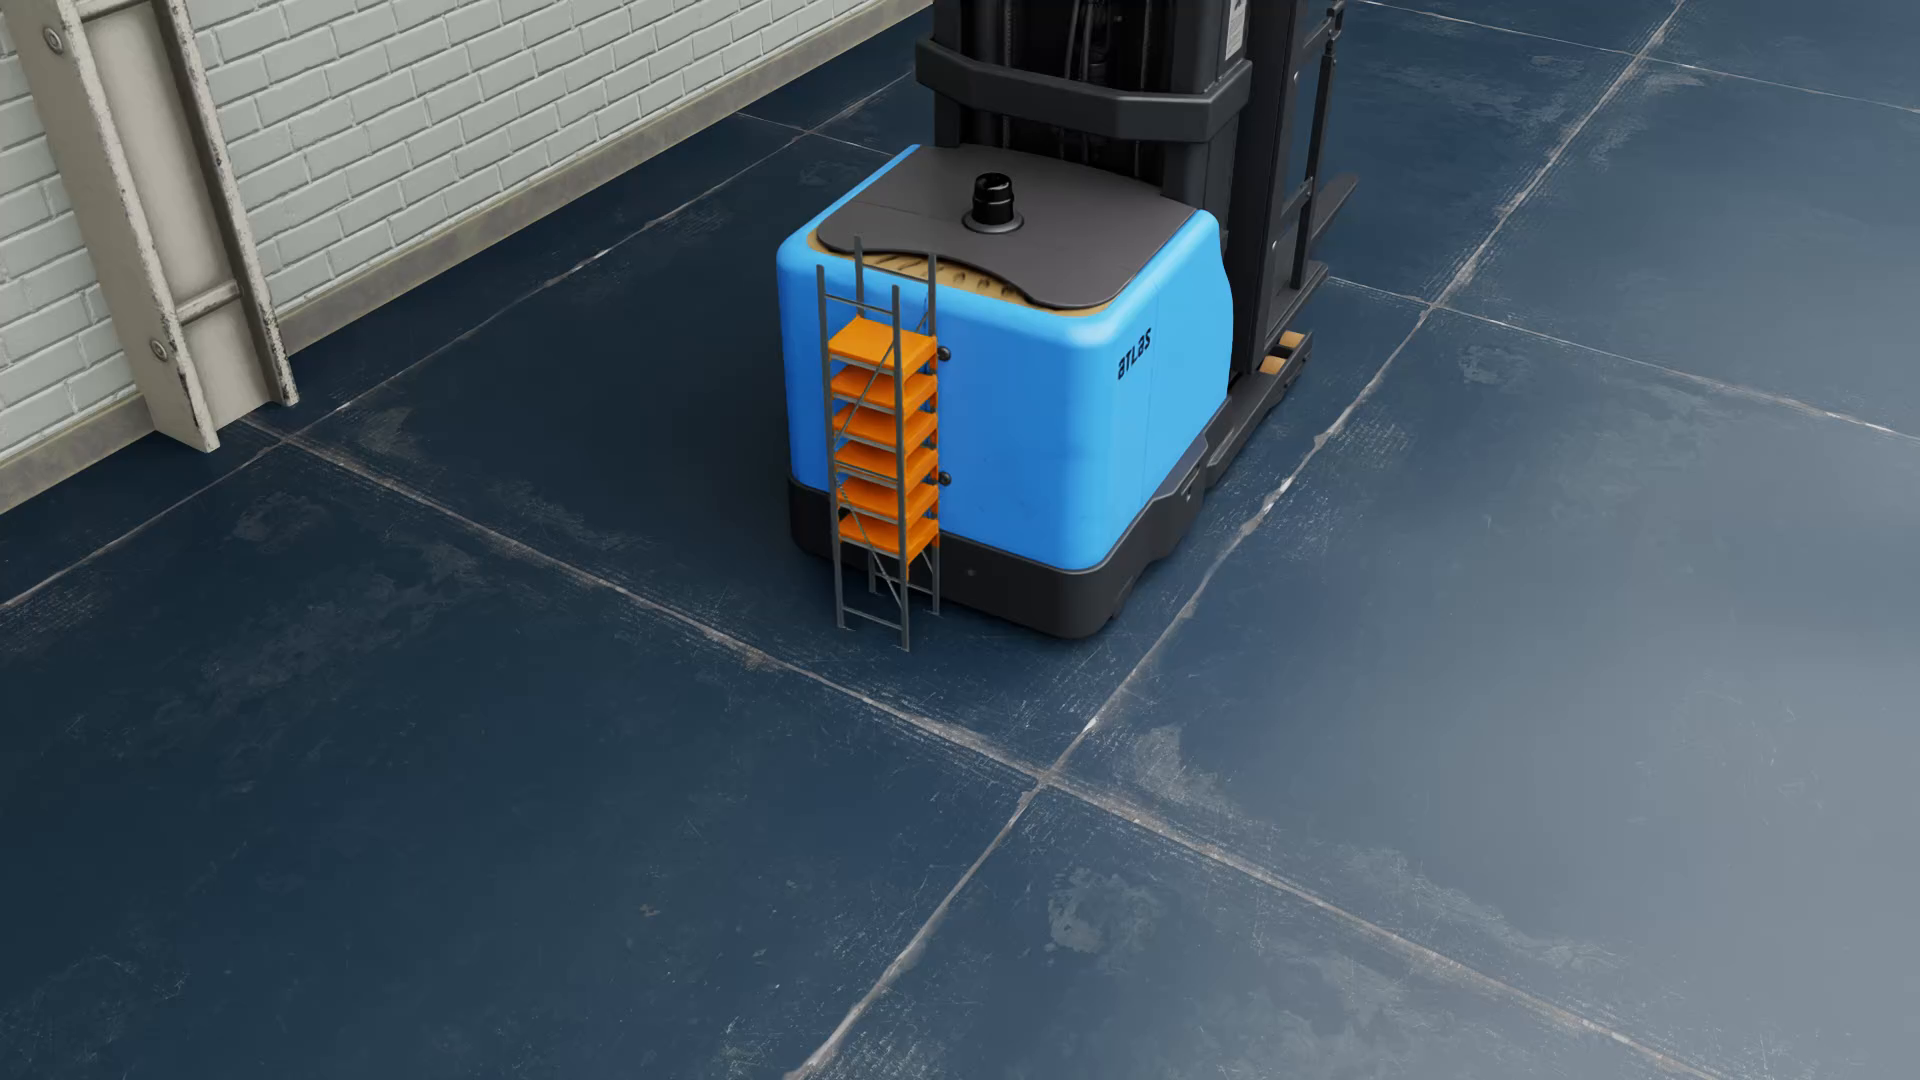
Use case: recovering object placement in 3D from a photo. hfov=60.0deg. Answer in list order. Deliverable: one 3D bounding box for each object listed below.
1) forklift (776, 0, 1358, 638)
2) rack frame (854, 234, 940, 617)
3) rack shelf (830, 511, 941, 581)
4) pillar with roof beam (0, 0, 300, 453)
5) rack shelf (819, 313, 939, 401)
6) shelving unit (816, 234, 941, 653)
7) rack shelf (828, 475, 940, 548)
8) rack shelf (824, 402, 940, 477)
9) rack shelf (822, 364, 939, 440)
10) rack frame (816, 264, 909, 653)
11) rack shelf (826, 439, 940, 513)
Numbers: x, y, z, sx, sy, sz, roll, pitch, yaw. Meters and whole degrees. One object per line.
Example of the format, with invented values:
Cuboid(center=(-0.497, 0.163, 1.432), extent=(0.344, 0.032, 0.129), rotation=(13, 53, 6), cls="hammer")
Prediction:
Cuboid(center=(0.620, -1.763, 5.137), extent=(1.130, 2.935, 3.031), rotation=(18, 41, 22), cls="forklift")
Cuboid(center=(-0.168, -0.282, 4.633), extent=(0.240, 1.200, 0.006), rotation=(18, 41, 22), cls="rack frame")
Cuboid(center=(-0.211, -0.008, 4.743), extent=(0.258, 0.103, 0.180), rotation=(18, 41, 22), cls="rack shelf")
Cuboid(center=(1.062, -2.601, 1.254), extent=(9.100, 9.000, 0.400), rotation=(21, 42, 25), cls="pillar with roof beam")
Cuboid(center=(-0.211, -0.483, 4.377), extent=(0.258, 0.103, 0.180), rotation=(18, 41, 22), cls="rack shelf")
Cuboid(center=(-0.211, -0.233, 4.569), extent=(0.258, 1.200, 0.189), rotation=(18, 41, 22), cls="shelving unit")
Cuboid(center=(-0.211, -0.103, 4.670), extent=(0.258, 0.103, 0.180), rotation=(18, 41, 22), cls="rack shelf")
Cuboid(center=(-0.211, -0.293, 4.523), extent=(0.258, 0.103, 0.180), rotation=(18, 41, 22), cls="rack shelf")
Cuboid(center=(-0.211, -0.388, 4.450), extent=(0.258, 0.103, 0.180), rotation=(18, 41, 22), cls="rack shelf")
Cuboid(center=(-0.255, -0.184, 4.506), extent=(0.240, 1.200, 0.006), rotation=(18, 41, 22), cls="rack frame")
Cuboid(center=(-0.211, -0.198, 4.597), extent=(0.258, 0.103, 0.180), rotation=(18, 41, 22), cls="rack shelf")
